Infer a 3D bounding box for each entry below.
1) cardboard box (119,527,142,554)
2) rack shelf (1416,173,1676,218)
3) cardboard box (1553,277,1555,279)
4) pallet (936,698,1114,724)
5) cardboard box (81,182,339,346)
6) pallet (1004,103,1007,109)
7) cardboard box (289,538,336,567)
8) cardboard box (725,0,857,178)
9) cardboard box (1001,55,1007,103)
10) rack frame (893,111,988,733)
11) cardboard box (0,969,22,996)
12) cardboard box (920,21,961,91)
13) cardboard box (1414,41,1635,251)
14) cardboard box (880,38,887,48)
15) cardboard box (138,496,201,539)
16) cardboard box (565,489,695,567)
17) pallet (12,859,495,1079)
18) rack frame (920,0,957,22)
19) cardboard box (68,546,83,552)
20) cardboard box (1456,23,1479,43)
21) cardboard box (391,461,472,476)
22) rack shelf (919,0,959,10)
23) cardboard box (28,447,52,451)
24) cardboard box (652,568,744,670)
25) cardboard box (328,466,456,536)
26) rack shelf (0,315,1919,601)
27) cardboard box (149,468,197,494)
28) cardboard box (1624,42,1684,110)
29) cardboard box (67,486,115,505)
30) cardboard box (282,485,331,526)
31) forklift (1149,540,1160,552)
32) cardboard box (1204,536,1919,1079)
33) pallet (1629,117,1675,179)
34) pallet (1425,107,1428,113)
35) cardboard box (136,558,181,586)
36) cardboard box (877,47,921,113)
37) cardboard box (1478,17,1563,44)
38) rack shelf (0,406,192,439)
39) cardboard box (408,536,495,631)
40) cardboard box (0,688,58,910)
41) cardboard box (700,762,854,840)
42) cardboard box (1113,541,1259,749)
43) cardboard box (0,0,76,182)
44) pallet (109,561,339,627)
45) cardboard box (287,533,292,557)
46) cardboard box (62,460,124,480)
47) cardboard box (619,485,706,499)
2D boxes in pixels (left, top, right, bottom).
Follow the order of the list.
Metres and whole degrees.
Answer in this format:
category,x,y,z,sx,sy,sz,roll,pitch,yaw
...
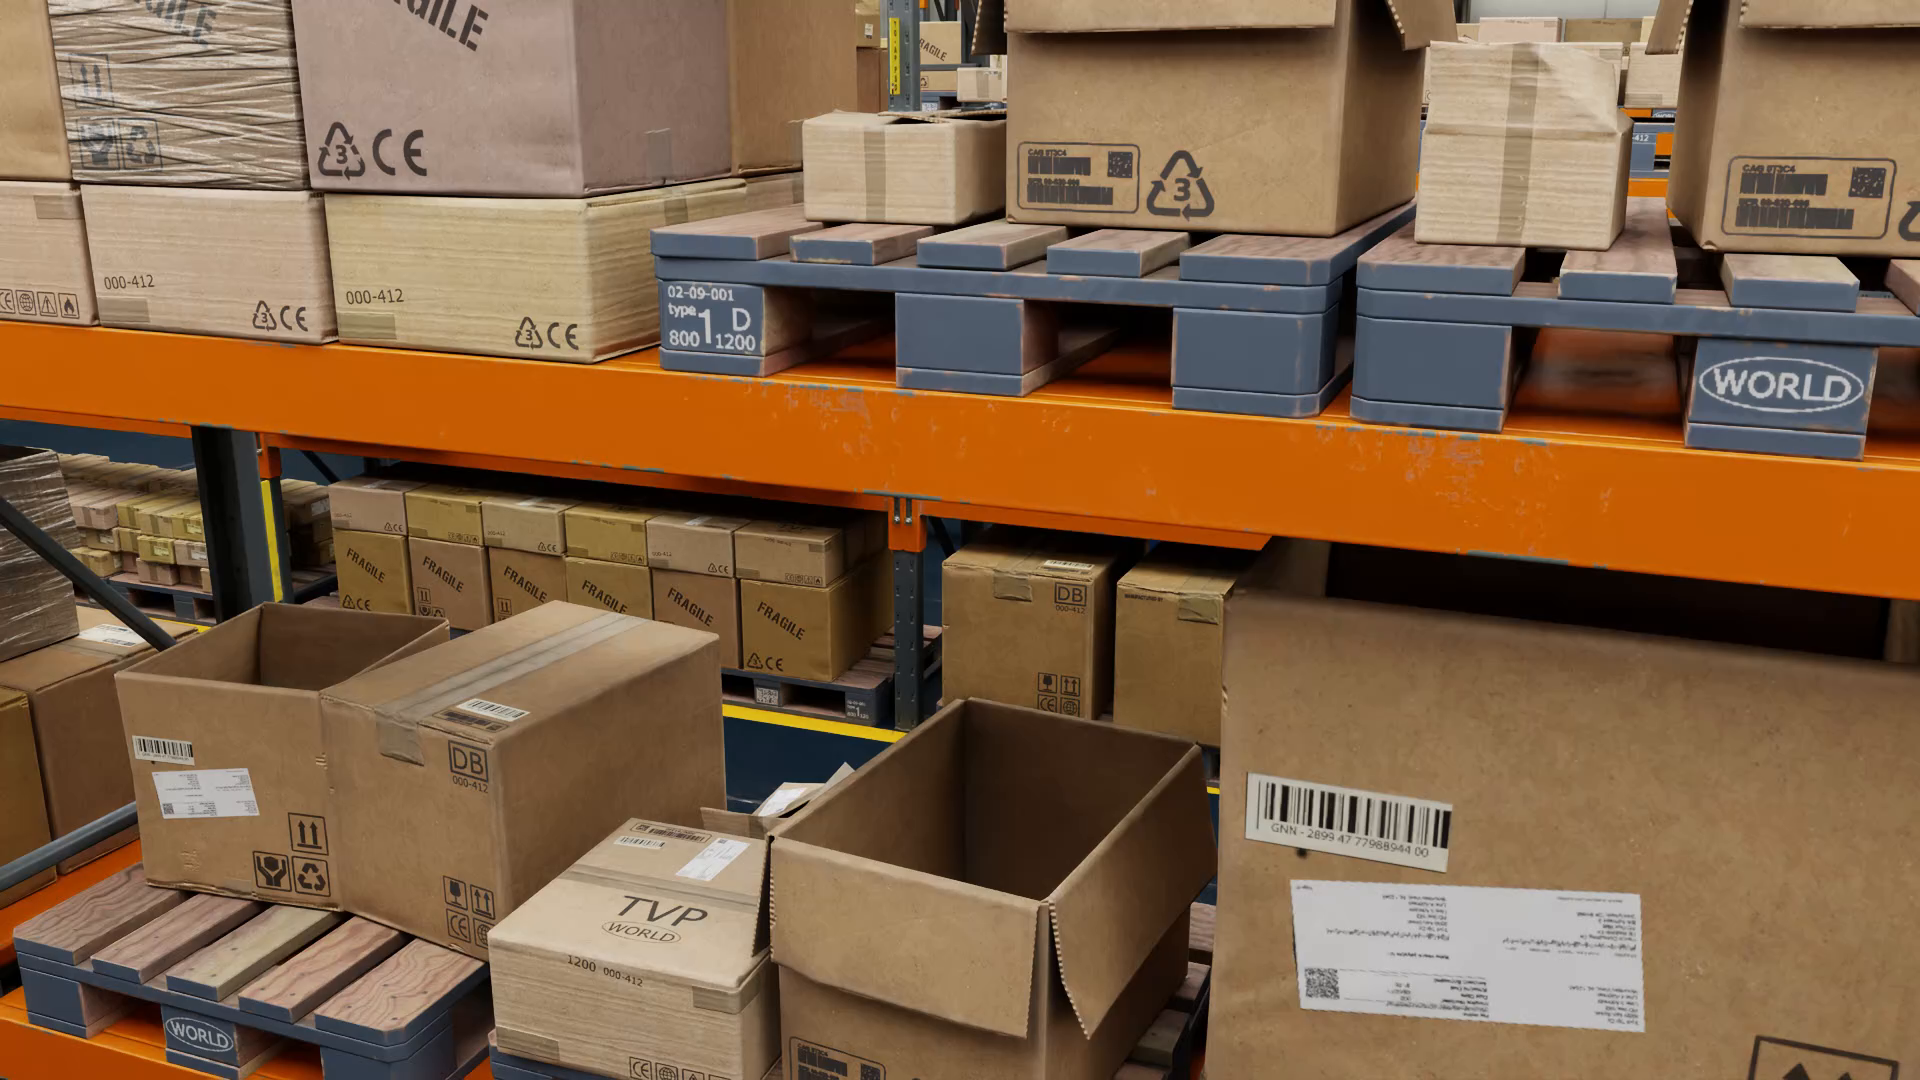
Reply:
category,x,y,z,sx,sy,sz,roll,pitch,yaw
cardboard box,-4.927,-0.035,10.241,0.250,0.149,0.380,6,17,21
rack shelf,1.773,-1.493,7.346,4.000,0.370,1.077,6,17,21
cardboard box,3.902,-1.972,11.622,0.500,0.500,0.500,7,18,23
pallet,0.618,0.837,8.412,1.213,0.211,1.003,6,17,21
cardboard box,-1.180,-0.528,3.002,0.500,0.250,0.500,7,17,22
pallet,1.016,-3.299,12.614,1.003,0.211,1.213,7,18,23
cardboard box,-4.029,0.035,10.532,0.250,0.149,0.380,5,17,18
cardboard box,-0.530,-0.967,3.168,0.500,0.500,0.500,7,17,22
cardboard box,0.505,-2.119,7.439,0.500,0.311,0.500,6,17,21
rack frame,-0.088,-0.602,8.369,0.127,3.000,1.000,6,17,21
cardboard box,-2.636,1.416,4.473,0.875,0.875,1.225,5,17,18
cardboard box,-0.111,-3.692,12.698,0.500,0.500,0.500,6,17,21
cardboard box,0.808,-0.565,2.348,0.258,0.266,0.396,7,18,23
cardboard box,-0.826,-5.334,18.126,0.500,0.250,0.500,6,17,21
cardboard box,-4.721,-0.138,10.063,0.250,0.149,0.380,6,17,20
cardboard box,-1.761,-0.071,8.922,0.500,0.250,0.500,7,17,22
pallet,-1.299,0.811,3.844,1.003,0.211,1.213,6,17,21
rack frame,-0.269,-6.475,17.835,0.127,3.000,1.000,6,17,21
cardboard box,-5.479,0.054,10.468,0.250,0.149,0.380,7,17,22
cardboard box,4.984,-4.681,15.926,0.500,0.500,0.500,7,17,22
cardboard box,-3.023,-0.362,9.927,0.500,0.250,0.500,6,17,19
rack shelf,1.592,-5.732,17.287,4.000,0.370,1.077,6,17,21
cardboard box,-6.444,-0.517,11.366,0.250,0.149,0.380,6,17,19
cardboard box,-1.277,0.343,8.843,0.500,0.500,0.500,7,18,23
cardboard box,-3.218,-0.229,9.467,0.500,0.250,0.500,5,17,18
rack shelf,-0.141,-0.217,2.951,4.000,0.370,1.077,6,17,21
cardboard box,-4.999,-0.344,10.770,0.250,0.149,0.380,7,17,22
cardboard box,2.918,-1.842,6.595,0.500,0.250,0.500,6,17,21
cardboard box,-5.475,-0.213,10.321,0.250,0.149,0.380,6,17,19
cardboard box,-4.053,-0.219,10.341,0.250,0.149,0.380,7,18,23
forklift,2.271,-0.899,9.511,3.031,2.935,1.130,12,20,36
cardboard box,1.032,0.475,2.827,1.000,1.000,1.000,6,17,21
pallet,2.763,-1.623,6.847,1.217,0.209,0.805,6,17,18
pallet,3.855,-3.034,11.700,1.003,0.211,1.213,6,17,21
cardboard box,-4.779,0.145,10.153,0.250,0.149,0.380,6,17,19
cardboard box,-0.521,-2.218,8.376,0.500,0.500,0.500,6,17,21
cardboard box,3.813,-3.423,11.322,0.500,0.250,0.500,7,17,22
rack shelf,-5.669,-0.871,10.583,4.000,0.370,1.077,6,17,21
cardboard box,-2.726,0.185,9.386,0.500,0.500,0.500,7,18,23
cardboard box,-2.551,0.639,3.912,0.500,0.500,0.500,7,18,22
cardboard box,-0.351,0.637,3.587,0.258,0.266,0.396,6,17,19
cardboard box,1.260,0.450,8.024,0.750,0.750,1.050,7,17,21
cardboard box,-1.659,-0.940,3.076,0.500,0.500,0.500,6,17,21
pallet,-4.446,0.268,10.372,1.213,0.211,1.003,6,17,21
cardboard box,-4.218,0.063,9.903,0.250,0.149,0.380,7,17,22
cardboard box,-5.751,-0.405,10.981,0.250,0.149,0.380,6,17,19
cardboard box,-1.568,-0.203,9.378,0.500,0.250,0.500,6,17,21
